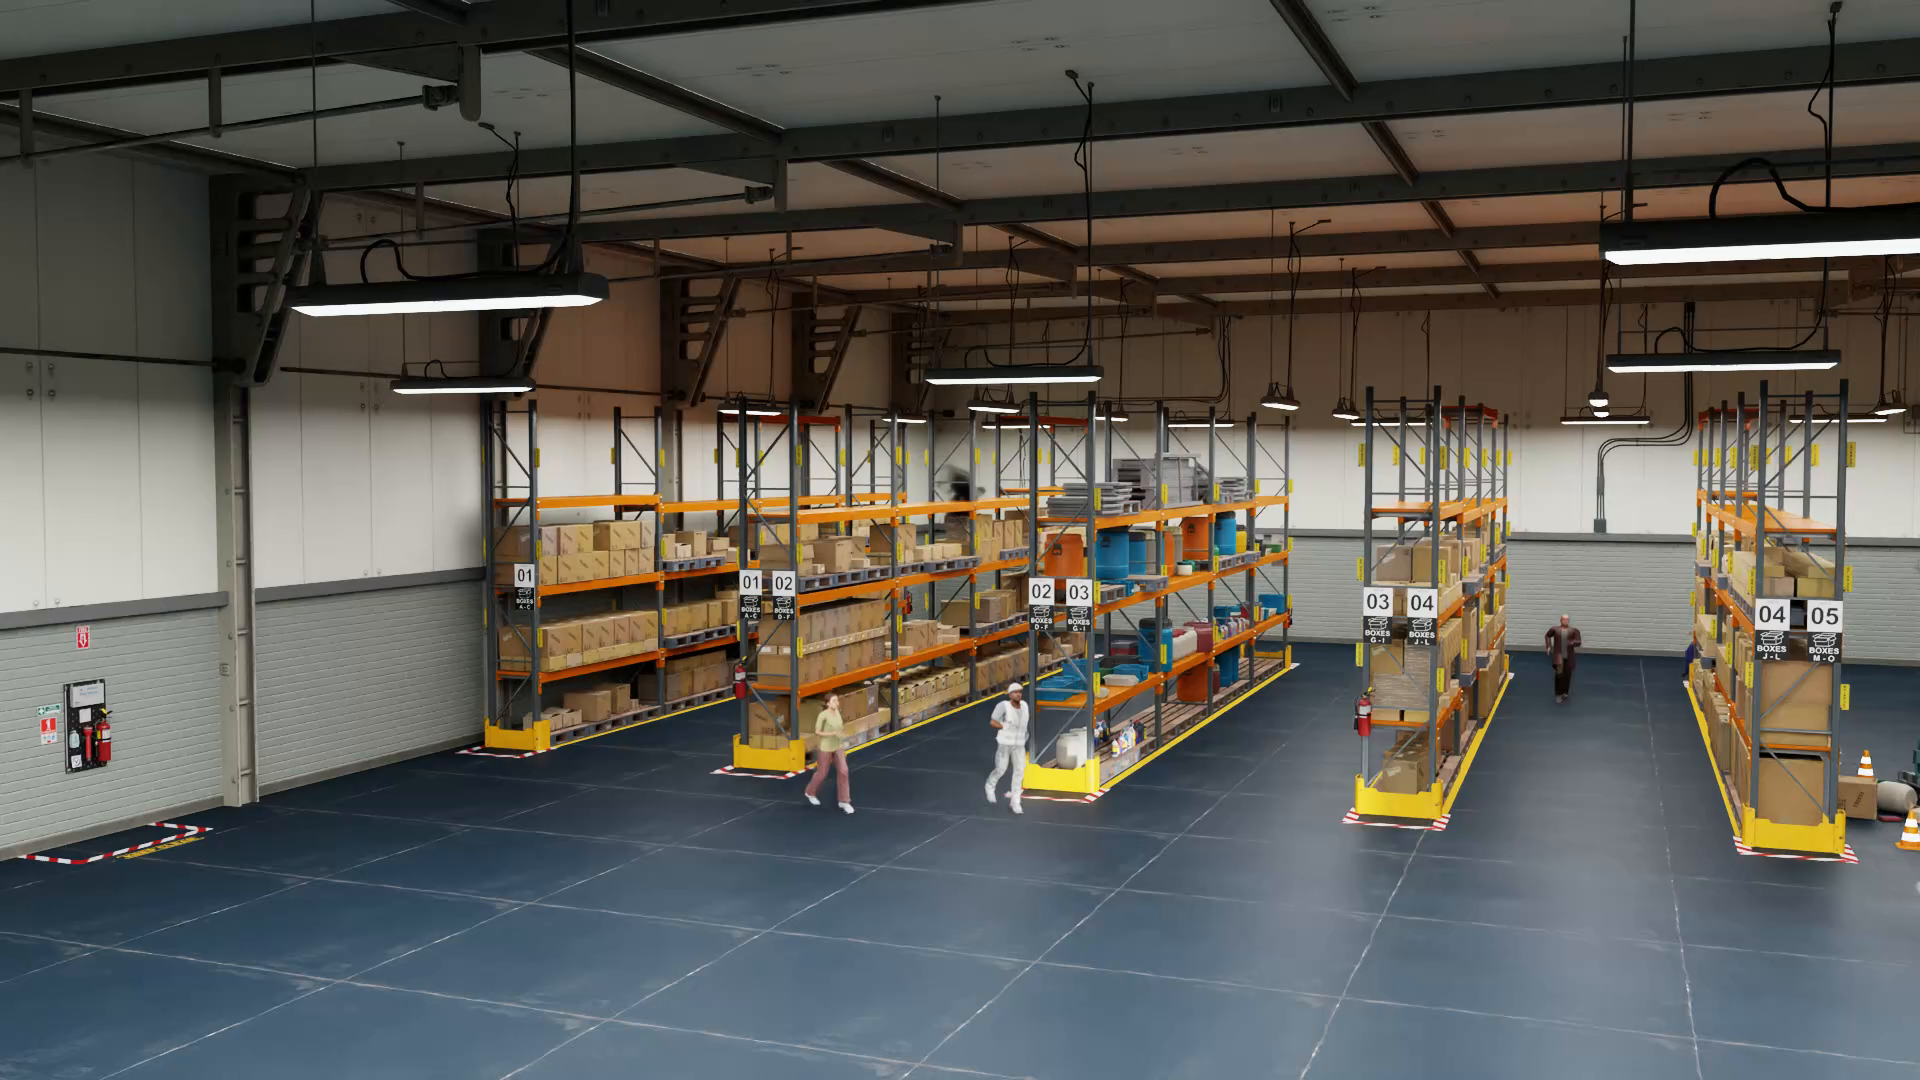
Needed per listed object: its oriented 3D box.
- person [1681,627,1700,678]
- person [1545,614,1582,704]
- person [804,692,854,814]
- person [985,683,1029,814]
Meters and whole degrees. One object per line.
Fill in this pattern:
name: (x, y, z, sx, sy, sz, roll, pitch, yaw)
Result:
person: (16.764, 2.340, 37.602, 0.809, 1.688, 0.607, 1, 3, 21)
person: (12.366, 2.439, 34.067, 0.670, 1.850, 0.836, 1, 3, 12)
person: (-1.866, 2.990, 23.589, 0.540, 1.682, 0.927, -3, 4, -43)
person: (0.732, 2.934, 23.753, 0.687, 1.803, 0.900, -1, 3, -24)
